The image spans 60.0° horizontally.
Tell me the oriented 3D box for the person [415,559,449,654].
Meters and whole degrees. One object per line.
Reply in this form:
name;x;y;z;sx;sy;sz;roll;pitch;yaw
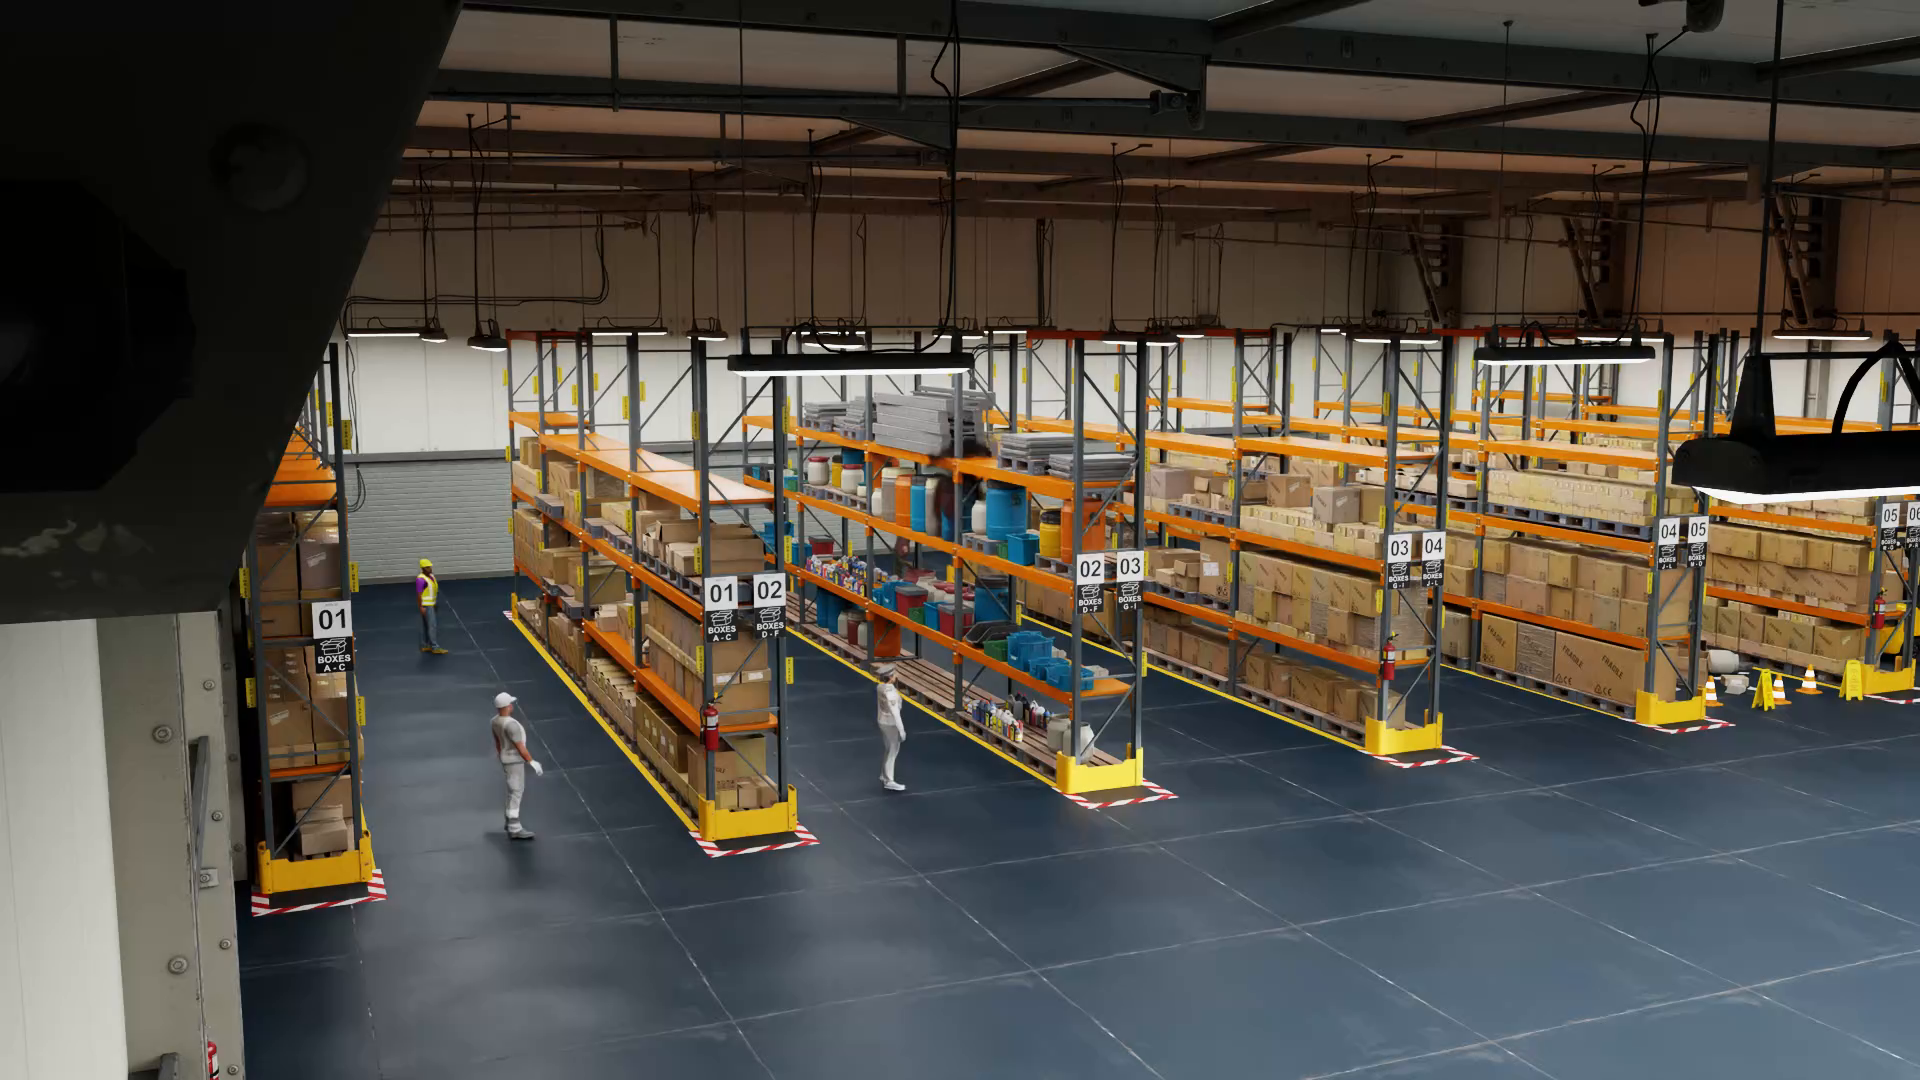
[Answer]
person;-9.878;1.223;31.175;0.571;1.763;0.601;-1;8;-9

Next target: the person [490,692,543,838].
person;-5.373;2.728;20.192;0.597;1.832;0.633;-2;8;-14

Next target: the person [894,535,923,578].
person;-1.294;0.121;39.251;0.906;1.757;0.604;1;8;9

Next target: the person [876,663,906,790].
person;-0.933;2.510;22.229;0.369;1.741;0.545;-2;8;-12
